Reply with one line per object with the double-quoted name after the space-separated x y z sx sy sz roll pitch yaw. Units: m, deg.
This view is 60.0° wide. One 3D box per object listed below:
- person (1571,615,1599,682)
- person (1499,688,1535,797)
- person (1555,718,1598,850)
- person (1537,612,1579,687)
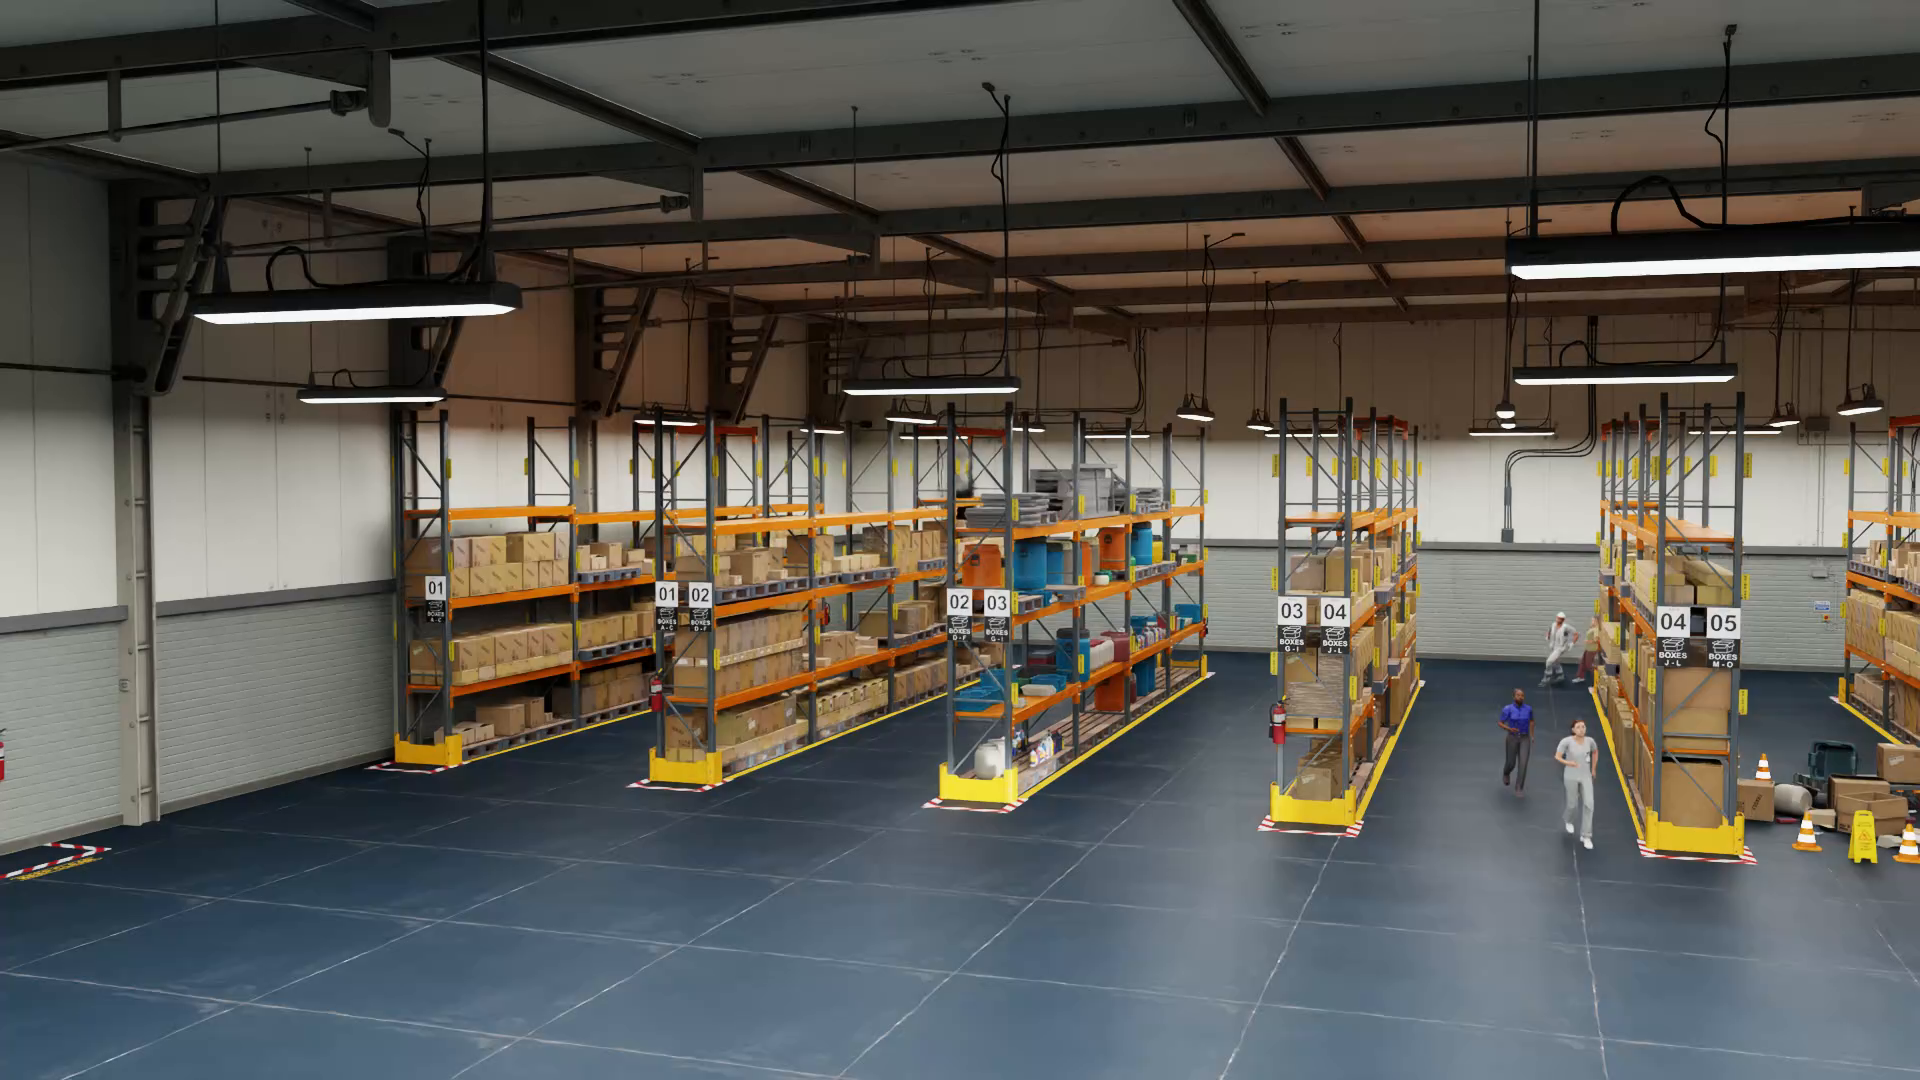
14.567 2.540 38.492 0.805 1.623 0.685 1 3 23 "person"
8.572 3.088 25.580 0.581 1.625 0.739 0 2 4 "person"
8.274 3.219 22.293 0.601 1.672 0.930 0 2 7 "person"
13.719 2.517 38.098 0.806 1.767 0.777 -1 3 -25 "person"
